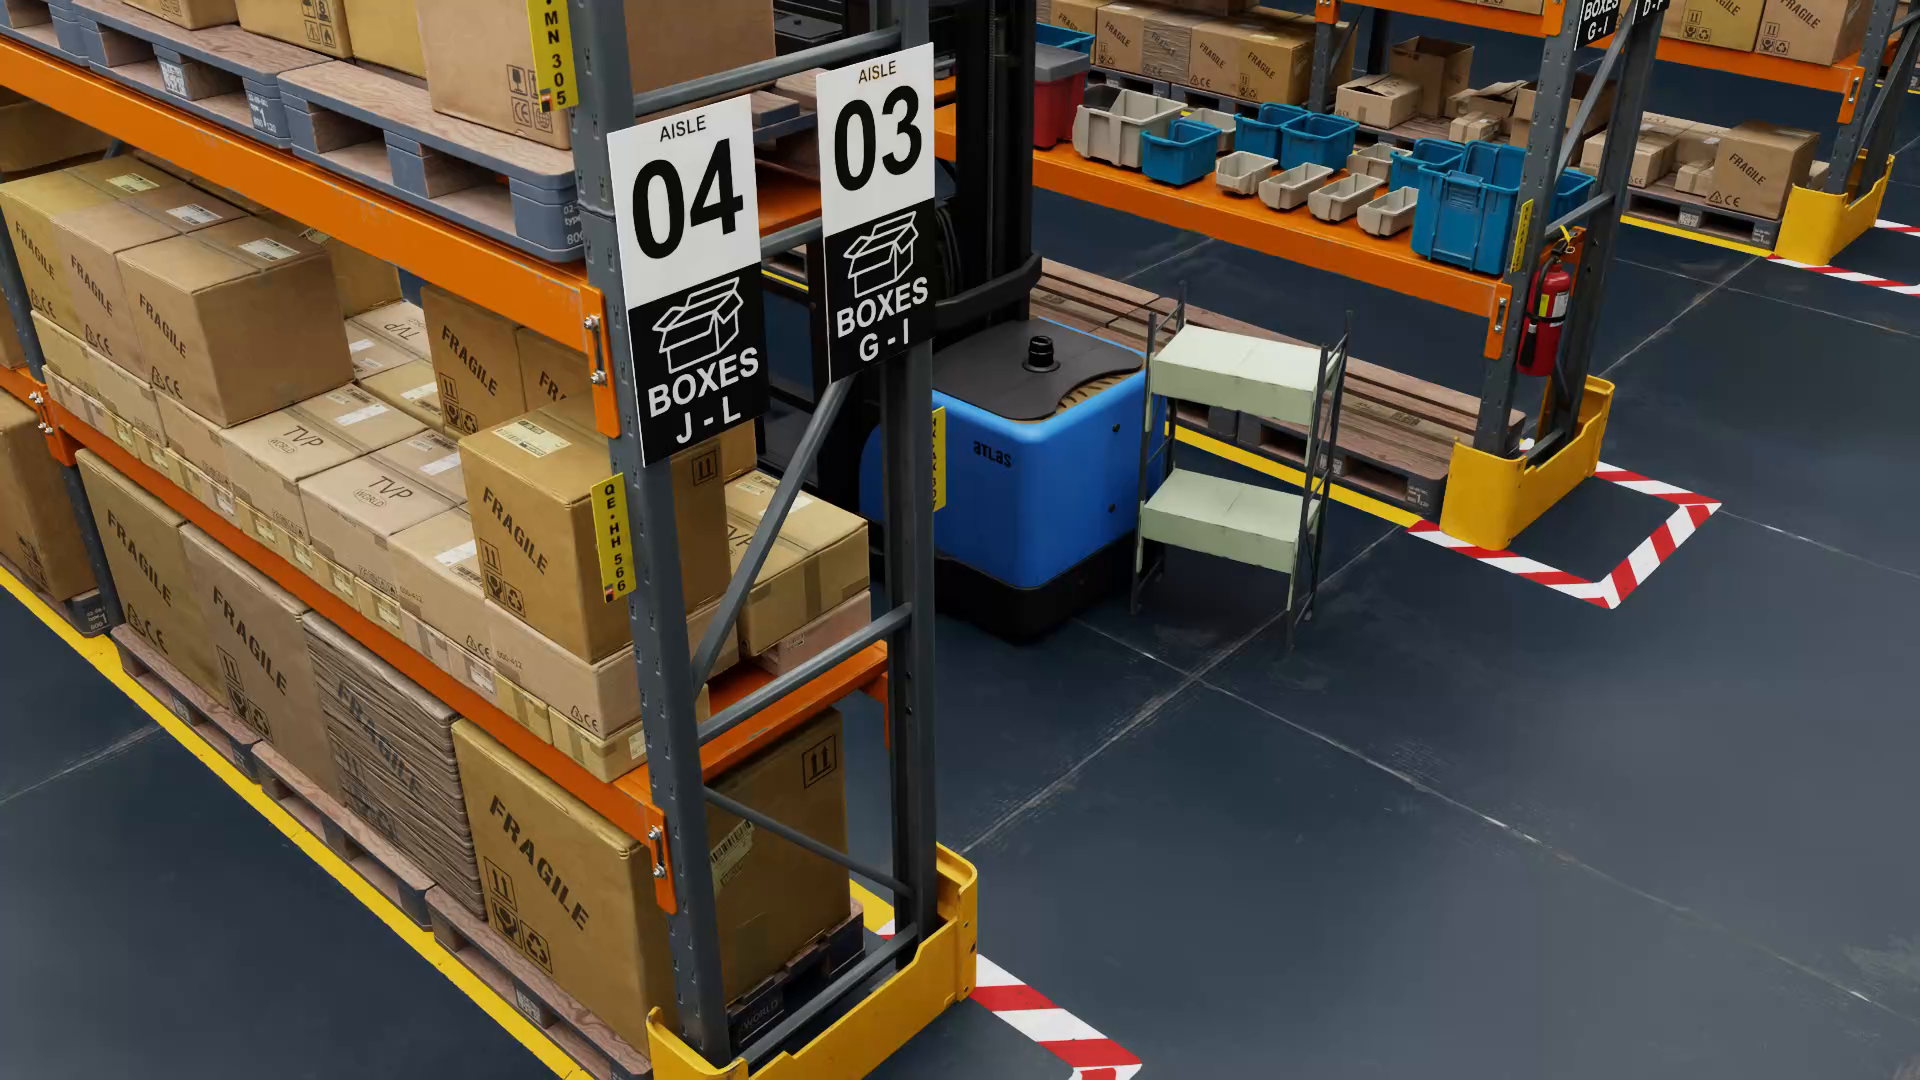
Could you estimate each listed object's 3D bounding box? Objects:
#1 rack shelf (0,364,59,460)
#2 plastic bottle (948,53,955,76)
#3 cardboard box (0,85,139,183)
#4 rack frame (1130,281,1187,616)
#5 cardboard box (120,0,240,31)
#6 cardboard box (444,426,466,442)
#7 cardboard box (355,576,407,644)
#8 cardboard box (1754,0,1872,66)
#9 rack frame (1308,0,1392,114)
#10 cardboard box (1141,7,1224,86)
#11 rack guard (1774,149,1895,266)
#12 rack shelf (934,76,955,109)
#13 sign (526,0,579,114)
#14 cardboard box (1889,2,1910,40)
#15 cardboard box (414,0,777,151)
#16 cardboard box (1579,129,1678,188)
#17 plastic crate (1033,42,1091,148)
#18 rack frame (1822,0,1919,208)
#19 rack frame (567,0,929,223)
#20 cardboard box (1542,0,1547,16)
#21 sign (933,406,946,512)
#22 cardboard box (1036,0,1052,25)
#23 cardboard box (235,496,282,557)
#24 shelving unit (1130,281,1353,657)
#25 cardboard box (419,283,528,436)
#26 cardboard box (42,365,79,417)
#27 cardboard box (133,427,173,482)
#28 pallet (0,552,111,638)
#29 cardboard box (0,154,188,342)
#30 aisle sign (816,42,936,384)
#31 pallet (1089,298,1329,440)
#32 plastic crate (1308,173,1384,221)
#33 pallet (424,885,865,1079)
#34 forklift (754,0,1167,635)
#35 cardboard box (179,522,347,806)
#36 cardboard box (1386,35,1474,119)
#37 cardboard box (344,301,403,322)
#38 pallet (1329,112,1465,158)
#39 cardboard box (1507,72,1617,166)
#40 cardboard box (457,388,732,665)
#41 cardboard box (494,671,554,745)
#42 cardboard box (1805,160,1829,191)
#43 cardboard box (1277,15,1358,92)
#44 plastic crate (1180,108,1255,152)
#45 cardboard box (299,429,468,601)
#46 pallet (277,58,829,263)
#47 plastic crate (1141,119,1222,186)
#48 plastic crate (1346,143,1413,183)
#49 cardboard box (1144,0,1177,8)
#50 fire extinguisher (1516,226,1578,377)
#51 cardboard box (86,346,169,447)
[{"bbox_3d":[-4.903,-1.377,8.326,4.000,0.370,1.077,25,39,35],"label":"rack shelf"},{"bbox_3d":[-0.082,-3.127,10.649,0.133,0.283,0.061,25,39,35],"label":"plastic bottle"},{"bbox_3d":[-3.899,-1.683,7.068,0.637,0.503,0.797,24,38,34],"label":"cardboard box"},{"bbox_3d":[0.884,-0.388,7.440,0.023,1.500,0.400,14,34,22],"label":"rack frame"},{"bbox_3d":[-2.111,-1.872,4.943,0.500,0.500,0.700,27,40,37],"label":"cardboard box"},{"bbox_3d":[-1.389,-0.293,5.686,0.500,0.250,0.500,24,38,34],"label":"cardboard box"},{"bbox_3d":[-1.697,0.149,5.338,0.250,0.149,0.380,24,39,34],"label":"cardboard box"},{"bbox_3d":[5.682,-3.489,11.040,0.500,0.500,0.500,26,40,36],"label":"cardboard box"},{"bbox_3d":[3.231,-4.780,13.281,0.127,3.000,1.000,25,39,35],"label":"rack frame"},{"bbox_3d":[1.940,-4.306,14.492,0.500,0.500,0.500,26,39,36],"label":"cardboard box"},{"bbox_3d":[6.140,-2.351,11.670,0.348,0.500,1.175,25,39,35],"label":"rack guard"},{"bbox_3d":[-1.579,-3.271,11.472,4.000,0.370,1.077,25,39,35],"label":"rack shelf"},{"bbox_3d":[-0.828,-1.036,3.373,0.005,0.325,0.100,25,39,35],"label":"sign"},{"bbox_3d":[8.560,-4.777,15.293,0.500,0.500,0.700,25,39,35],"label":"cardboard box"},{"bbox_3d":[-0.875,-1.318,4.022,0.500,0.500,0.700,22,38,32],"label":"cardboard box"},{"bbox_3d":[4.944,-2.840,12.298,0.500,0.250,0.500,25,39,35],"label":"cardboard box"},{"bbox_3d":[0.398,-2.535,9.432,0.583,0.464,0.402,25,39,35],"label":"plastic crate"},{"bbox_3d":[6.196,-3.395,10.981,0.127,3.000,1.000,25,39,35],"label":"rack frame"},{"bbox_3d":[-0.454,-2.178,3.144,0.127,3.000,1.000,25,39,35],"label":"rack frame"},{"bbox_3d":[4.555,-4.016,11.916,0.500,0.500,0.500,24,39,34],"label":"cardboard box"},{"bbox_3d":[-0.077,-0.223,4.796,0.005,0.325,0.100,25,39,35],"label":"sign"},{"bbox_3d":[0.803,-4.836,15.371,0.500,0.500,0.500,23,38,33],"label":"cardboard box"},{"bbox_3d":[-2.267,-0.117,5.779,0.250,0.149,0.380,24,38,34],"label":"cardboard box"},{"bbox_3d":[1.211,-0.304,7.300,0.755,1.500,0.431,14,34,22],"label":"shelving unit"},{"bbox_3d":[-1.388,-0.612,5.488,0.500,0.500,0.500,24,38,34],"label":"cardboard box"},{"bbox_3d":[-3.424,-0.655,6.674,0.250,0.149,0.380,25,39,35],"label":"cardboard box"},{"bbox_3d":[-2.837,-0.383,6.222,0.250,0.149,0.380,24,38,34],"label":"cardboard box"},{"bbox_3d":[-4.042,-0.036,8.105,1.213,0.211,1.003,25,39,35],"label":"pallet"},{"bbox_3d":[-3.236,-1.114,6.321,0.500,0.500,0.500,25,39,35],"label":"cardboard box"},{"bbox_3d":[-0.199,-0.812,4.170,0.004,0.787,0.394,25,39,35],"label":"aisle sign"},{"bbox_3d":[1.384,-1.030,9.757,1.213,0.211,1.003,25,39,35],"label":"pallet"},{"bbox_3d":[1.938,-1.734,8.419,0.243,0.136,0.396,25,39,35],"label":"plastic crate"},{"bbox_3d":[-1.099,1.340,5.820,1.213,0.211,1.003,25,39,35],"label":"pallet"},{"bbox_3d":[-0.465,-1.475,7.858,3.031,2.935,1.130,25,39,35],"label":"forklift"},{"bbox_3d":[-2.317,0.308,6.483,0.875,0.875,0.875,25,39,35],"label":"cardboard box"},{"bbox_3d":[3.843,-3.808,13.665,0.500,0.500,0.500,25,39,35],"label":"cardboard box"},{"bbox_3d":[-2.531,-0.825,6.569,0.500,0.250,0.500,26,40,36],"label":"cardboard box"},{"bbox_3d":[3.739,-3.347,13.605,1.213,0.211,1.003,25,39,35],"label":"pallet"},{"bbox_3d":[4.627,-3.250,12.735,0.637,0.503,0.797,25,39,35],"label":"cardboard box"},{"bbox_3d":[-0.992,-0.061,4.573,0.500,0.500,0.500,26,39,36],"label":"cardboard box"},{"bbox_3d":[-1.133,0.413,4.900,0.250,0.149,0.380,25,39,36],"label":"cardboard box"},{"bbox_3d":[6.116,-2.639,12.062,0.250,0.149,0.380,25,39,35],"label":"cardboard box"},{"bbox_3d":[3.035,-4.158,14.245,0.500,0.500,0.500,23,38,33],"label":"cardboard box"},{"bbox_3d":[1.397,-2.312,9.379,0.466,0.136,0.293,25,39,35],"label":"plastic crate"},{"bbox_3d":[-1.745,-0.090,5.347,0.500,0.250,0.500,24,38,34],"label":"cardboard box"},{"bbox_3d":[-1.011,-1.108,4.360,1.213,0.211,1.003,25,39,35],"label":"pallet"},{"bbox_3d":[1.175,-2.069,8.883,0.300,0.233,0.416,25,39,35],"label":"plastic crate"},{"bbox_3d":[2.222,-2.004,8.868,0.298,0.136,0.250,25,39,35],"label":"plastic crate"},{"bbox_3d":[1.893,-4.689,15.128,0.500,0.500,0.500,23,38,33],"label":"cardboard box"},{"bbox_3d":[2.677,-1.083,7.578,0.183,0.674,0.296,25,39,35],"label":"fire extinguisher"},{"bbox_3d":[-2.882,-0.619,6.227,0.500,0.250,0.500,25,39,35],"label":"cardboard box"}]
